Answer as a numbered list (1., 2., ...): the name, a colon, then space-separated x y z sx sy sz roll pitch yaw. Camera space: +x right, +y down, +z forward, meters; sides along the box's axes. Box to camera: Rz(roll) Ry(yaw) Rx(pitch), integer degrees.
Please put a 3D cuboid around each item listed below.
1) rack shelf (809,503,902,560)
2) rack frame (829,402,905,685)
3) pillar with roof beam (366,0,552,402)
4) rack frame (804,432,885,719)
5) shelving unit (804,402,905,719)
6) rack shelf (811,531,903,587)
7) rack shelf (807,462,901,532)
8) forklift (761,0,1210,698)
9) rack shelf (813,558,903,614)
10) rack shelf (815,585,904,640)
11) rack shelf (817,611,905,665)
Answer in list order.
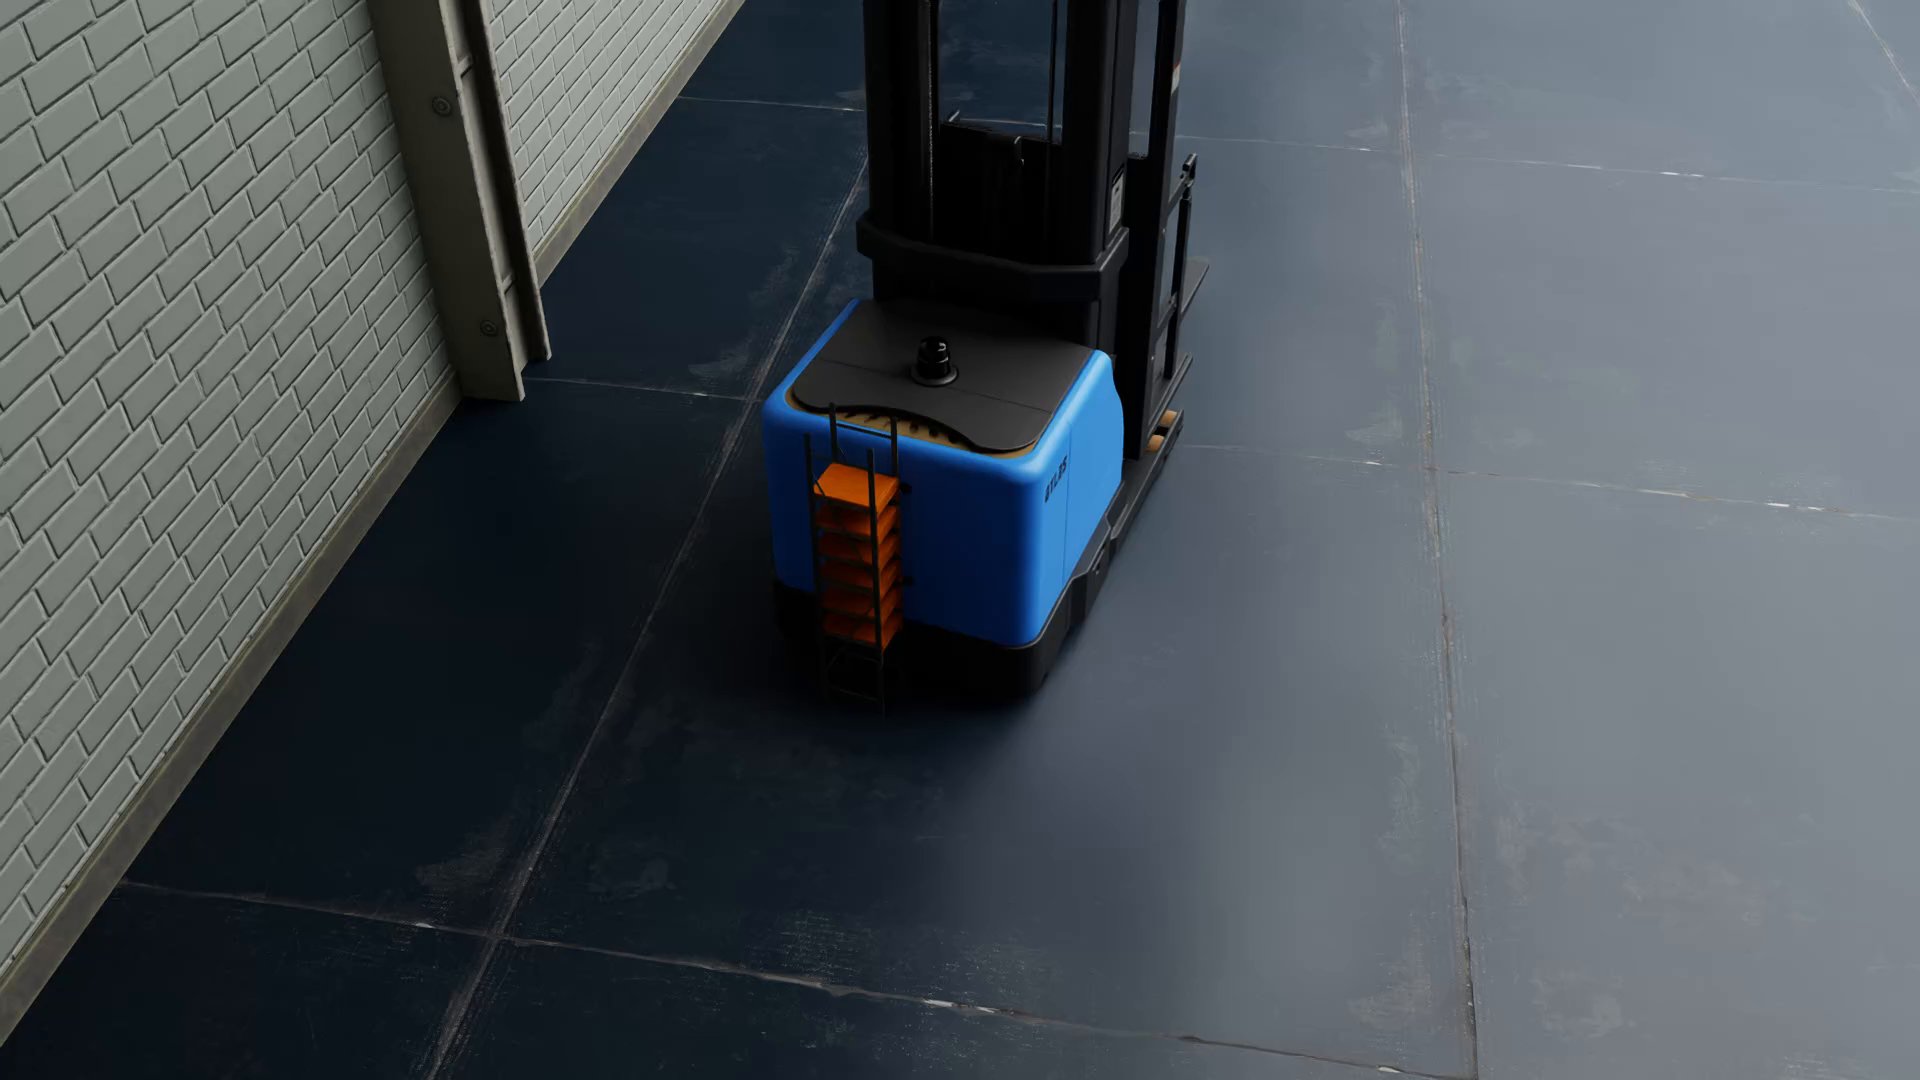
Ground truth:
1. rack shelf: -0.349 -0.055 5.568 0.258 0.103 0.180 14 42 17
2. rack frame: -0.315 0.042 5.758 0.240 1.200 0.006 14 42 17
3. pillar with roof beam: 2.140 -3.758 4.233 9.100 9.000 0.400 6 40 8
4. rack frame: -0.383 0.150 5.627 0.240 1.200 0.006 14 42 17
5. shelving unit: -0.349 0.096 5.692 0.258 1.200 0.189 14 42 17
6. rack shelf: -0.349 0.038 5.644 0.258 0.103 0.180 14 42 17
7. rack shelf: -0.349 -0.147 5.491 0.258 0.103 0.180 14 42 17
8. forklift: 0.327 -1.507 6.273 1.130 2.935 3.031 14 42 17
9. rack shelf: -0.349 0.130 5.721 0.258 0.103 0.180 14 42 17
10. rack shelf: -0.349 0.222 5.797 0.258 0.103 0.180 14 42 17
11. rack shelf: -0.349 0.315 5.874 0.258 0.103 0.180 14 42 17
